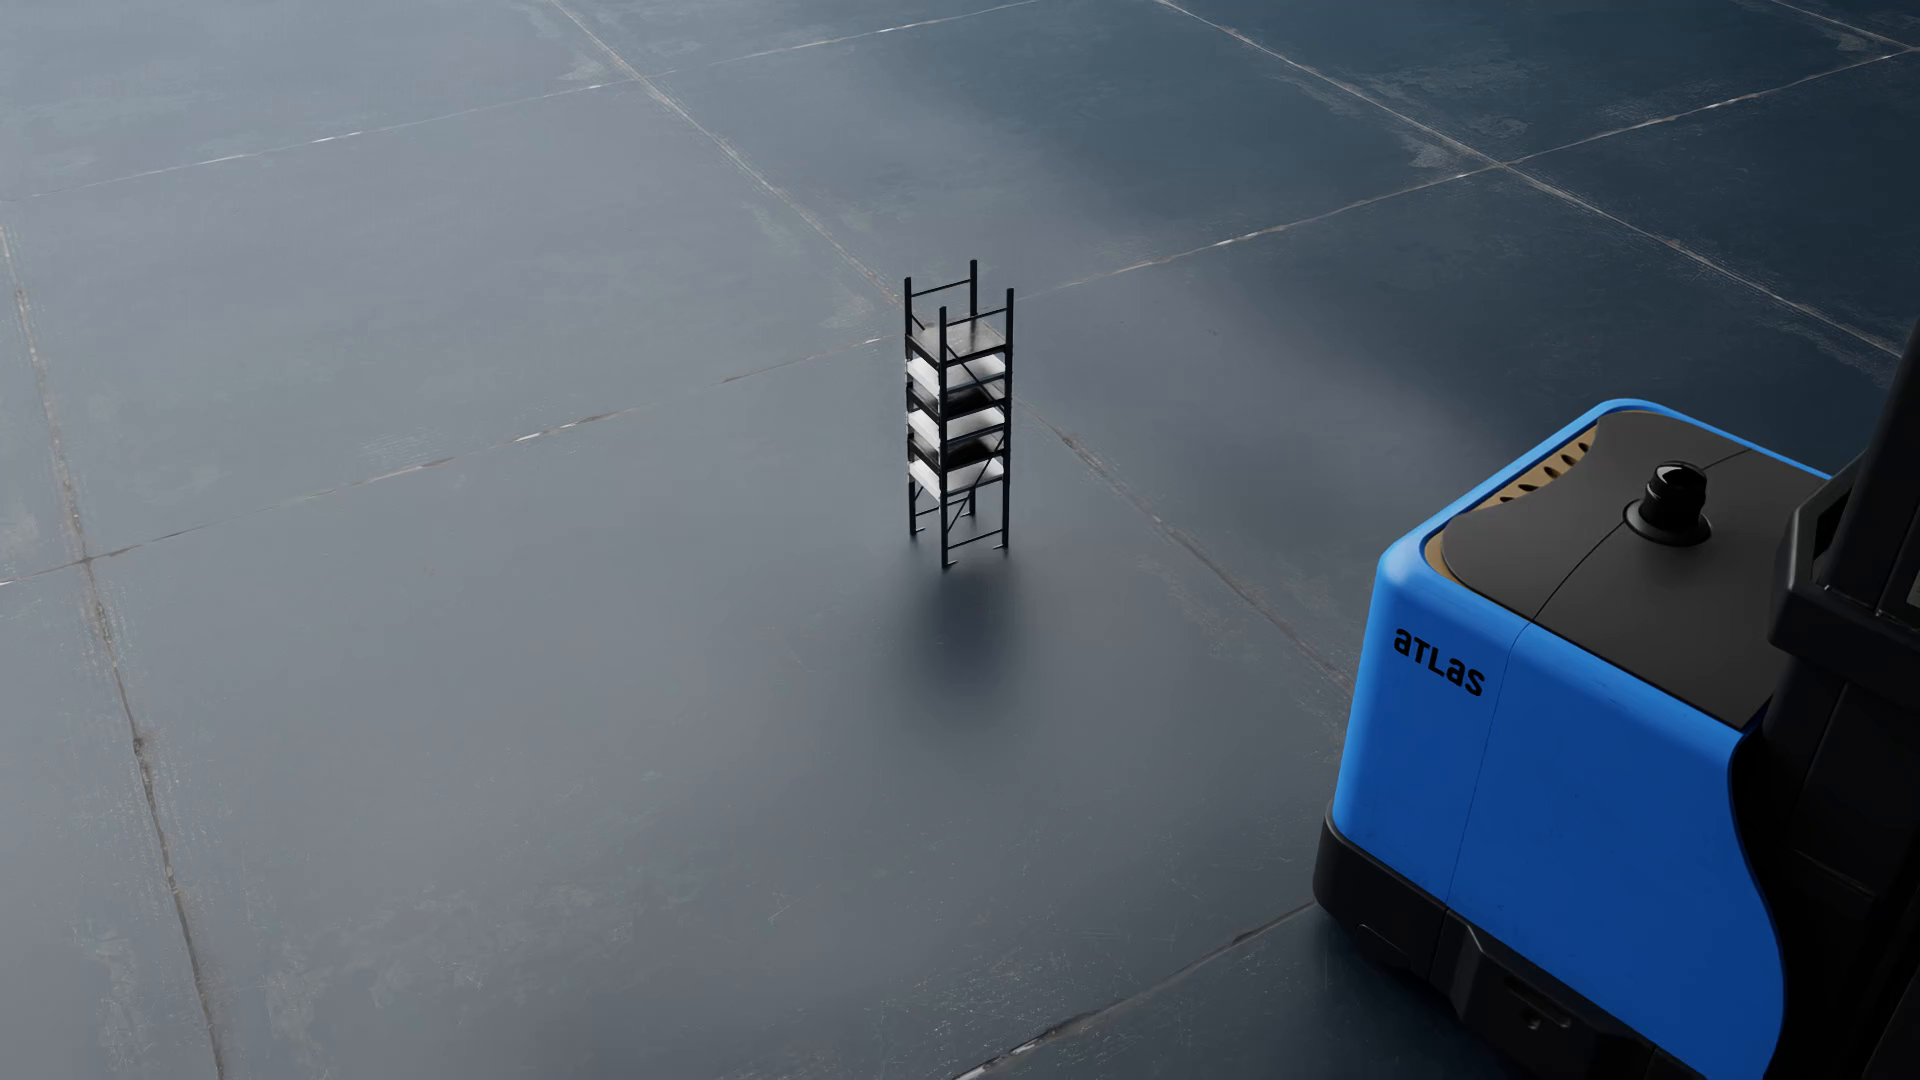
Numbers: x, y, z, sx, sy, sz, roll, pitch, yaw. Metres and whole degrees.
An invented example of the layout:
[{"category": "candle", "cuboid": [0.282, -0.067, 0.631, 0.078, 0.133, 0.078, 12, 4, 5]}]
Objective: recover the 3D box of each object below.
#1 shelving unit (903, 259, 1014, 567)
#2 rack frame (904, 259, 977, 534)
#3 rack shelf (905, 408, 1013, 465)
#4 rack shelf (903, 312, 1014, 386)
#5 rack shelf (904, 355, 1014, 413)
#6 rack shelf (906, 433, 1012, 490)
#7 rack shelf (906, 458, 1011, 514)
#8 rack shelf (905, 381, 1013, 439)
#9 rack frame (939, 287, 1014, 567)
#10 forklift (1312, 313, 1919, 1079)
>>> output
[{"category": "shelving unit", "cuboid": [-0.004, -0.368, 4.990, 0.258, 0.900, 0.210, -19, 40, -24]}, {"category": "rack frame", "cuboid": [-0.055, -0.419, 5.061, 0.240, 0.900, 0.006, -19, 40, -24]}, {"category": "rack shelf", "cuboid": [-0.004, -0.341, 5.010, 0.258, 0.077, 0.200, -19, 40, -24]}, {"category": "rack shelf", "cuboid": [-0.004, -0.559, 4.851, 0.258, 0.077, 0.200, -19, 40, -24]}, {"category": "rack shelf", "cuboid": [-0.004, -0.486, 4.904, 0.258, 0.077, 0.200, -19, 40, -24]}, {"category": "rack shelf", "cuboid": [-0.004, -0.268, 5.063, 0.258, 0.077, 0.200, -19, 40, -24]}, {"category": "rack shelf", "cuboid": [-0.004, -0.195, 5.116, 0.258, 0.077, 0.200, -19, 40, -24]}, {"category": "rack shelf", "cuboid": [-0.004, -0.413, 4.957, 0.258, 0.077, 0.200, -19, 40, -24]}, {"category": "rack frame", "cuboid": [0.047, -0.316, 4.919, 0.240, 0.900, 0.006, -19, 40, -24]}, {"category": "forklift", "cuboid": [2.212, 0.157, 2.550, 1.130, 2.935, 3.031, -29, 45, -33]}]
